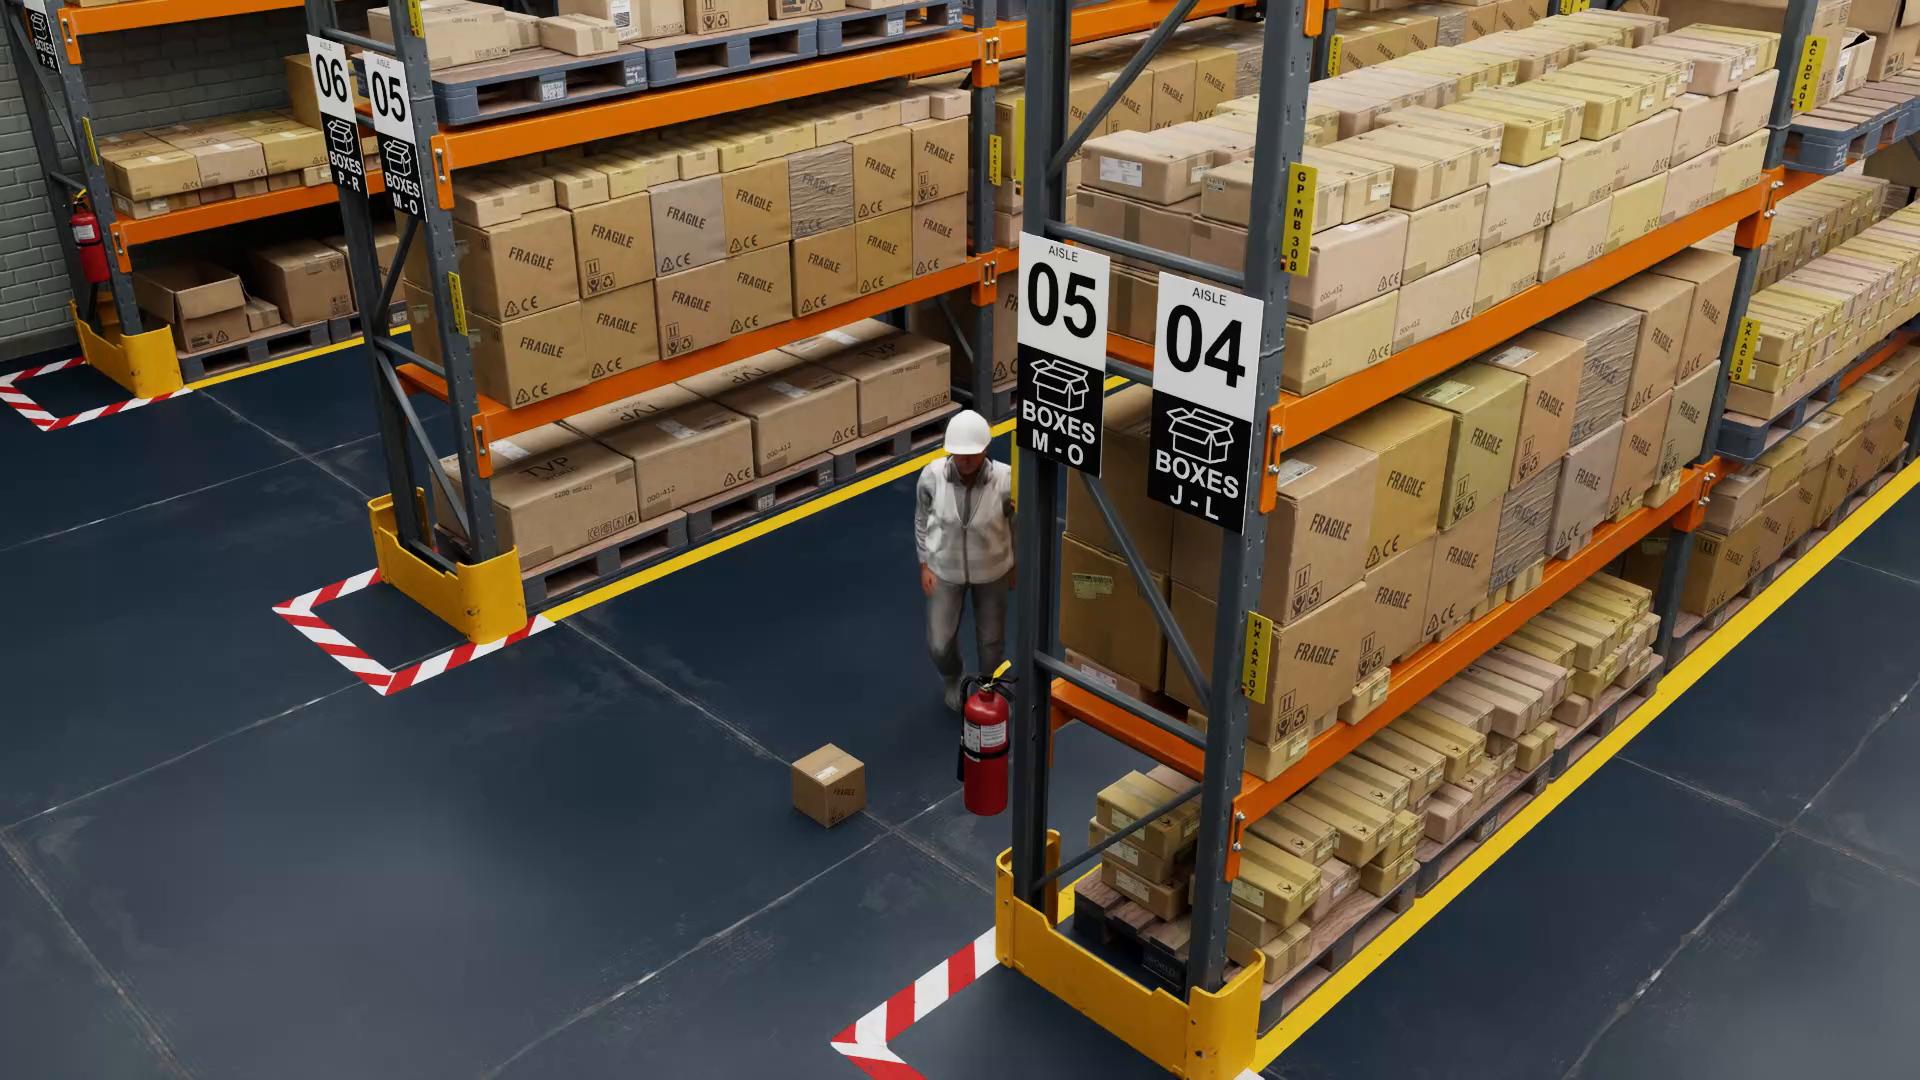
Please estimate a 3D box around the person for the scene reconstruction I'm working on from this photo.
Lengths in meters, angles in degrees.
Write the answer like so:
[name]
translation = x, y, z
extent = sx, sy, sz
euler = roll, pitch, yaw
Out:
[person]
translation = 0.049, 0.149, 8.298
extent = 0.554, 1.763, 0.490
euler = 1, 28, 3
